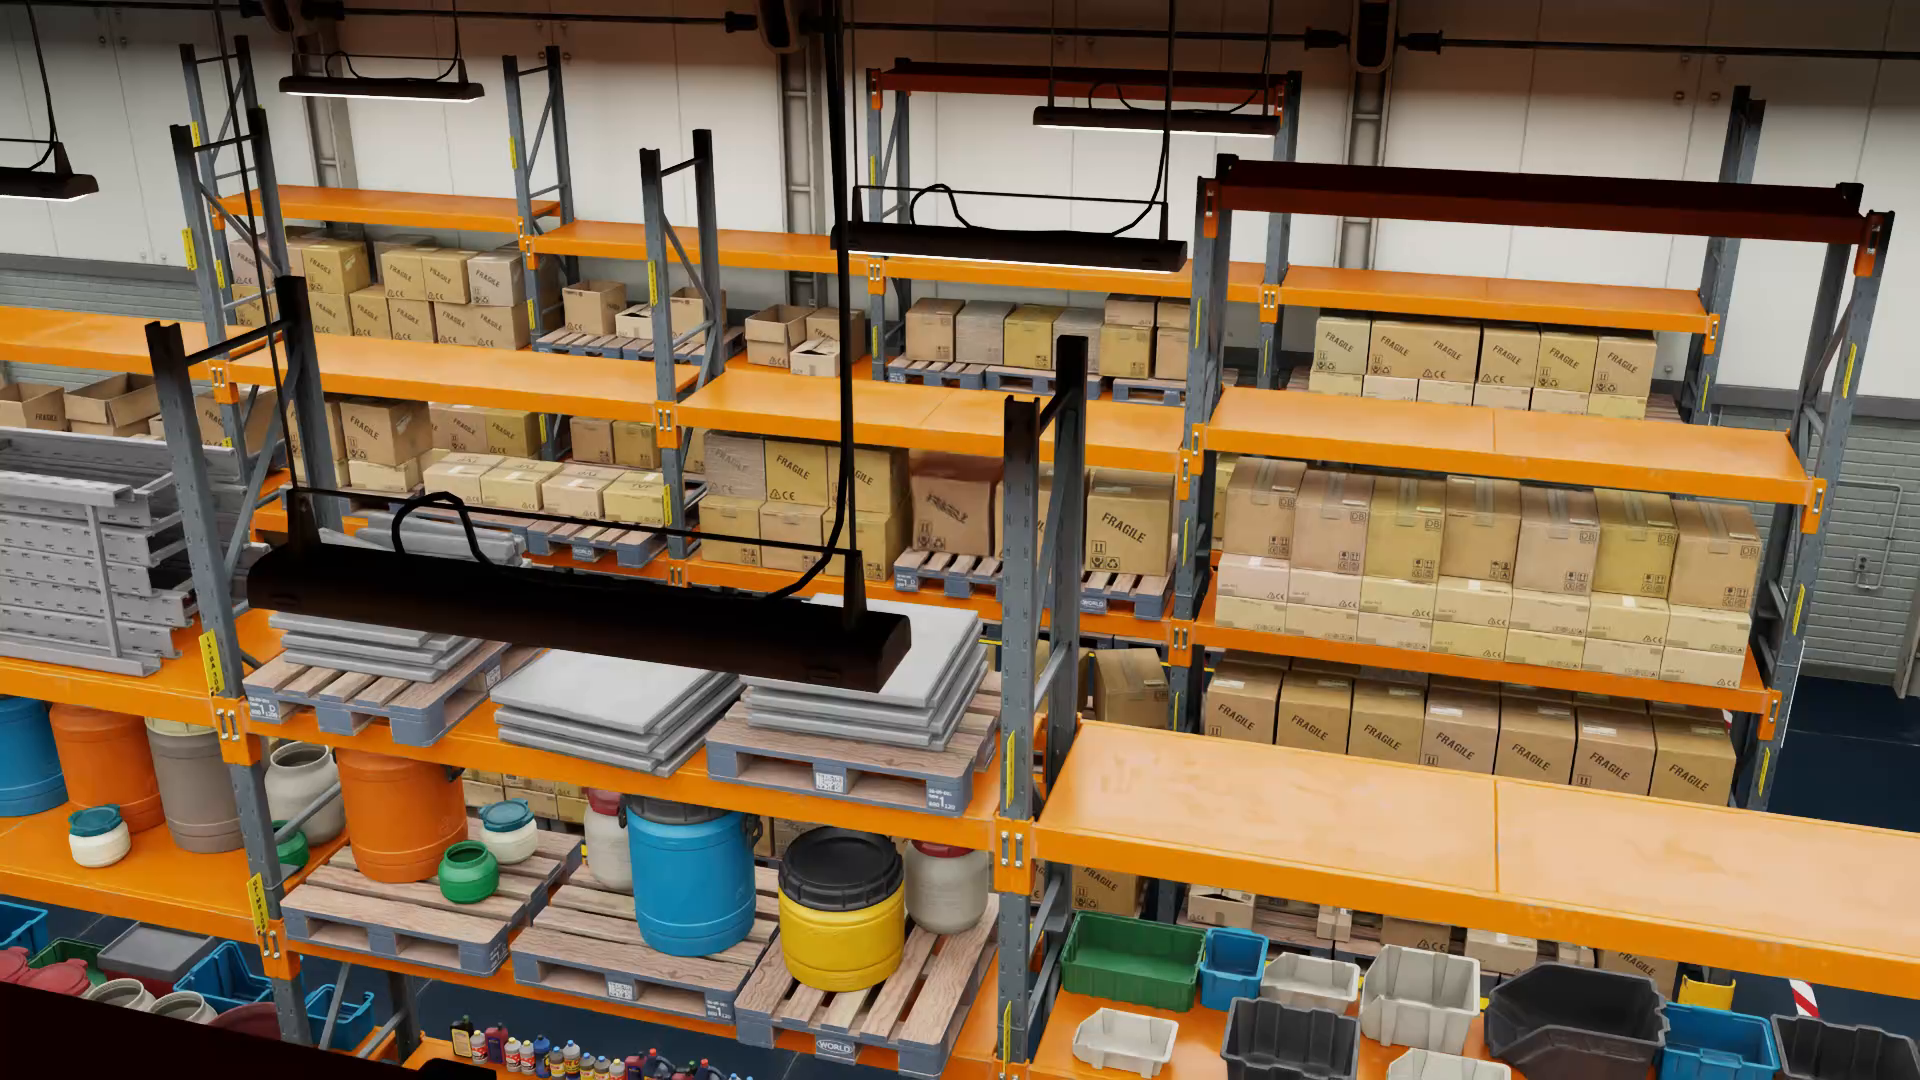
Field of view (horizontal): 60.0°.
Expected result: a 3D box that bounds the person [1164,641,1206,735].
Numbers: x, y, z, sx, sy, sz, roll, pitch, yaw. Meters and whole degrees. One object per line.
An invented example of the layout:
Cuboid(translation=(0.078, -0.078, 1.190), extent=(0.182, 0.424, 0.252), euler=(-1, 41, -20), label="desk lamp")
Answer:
Cuboid(translation=(2.050, 1.553, 14.915), extent=(0.745, 1.640, 0.655), euler=(10, 25, 23), label="person")
